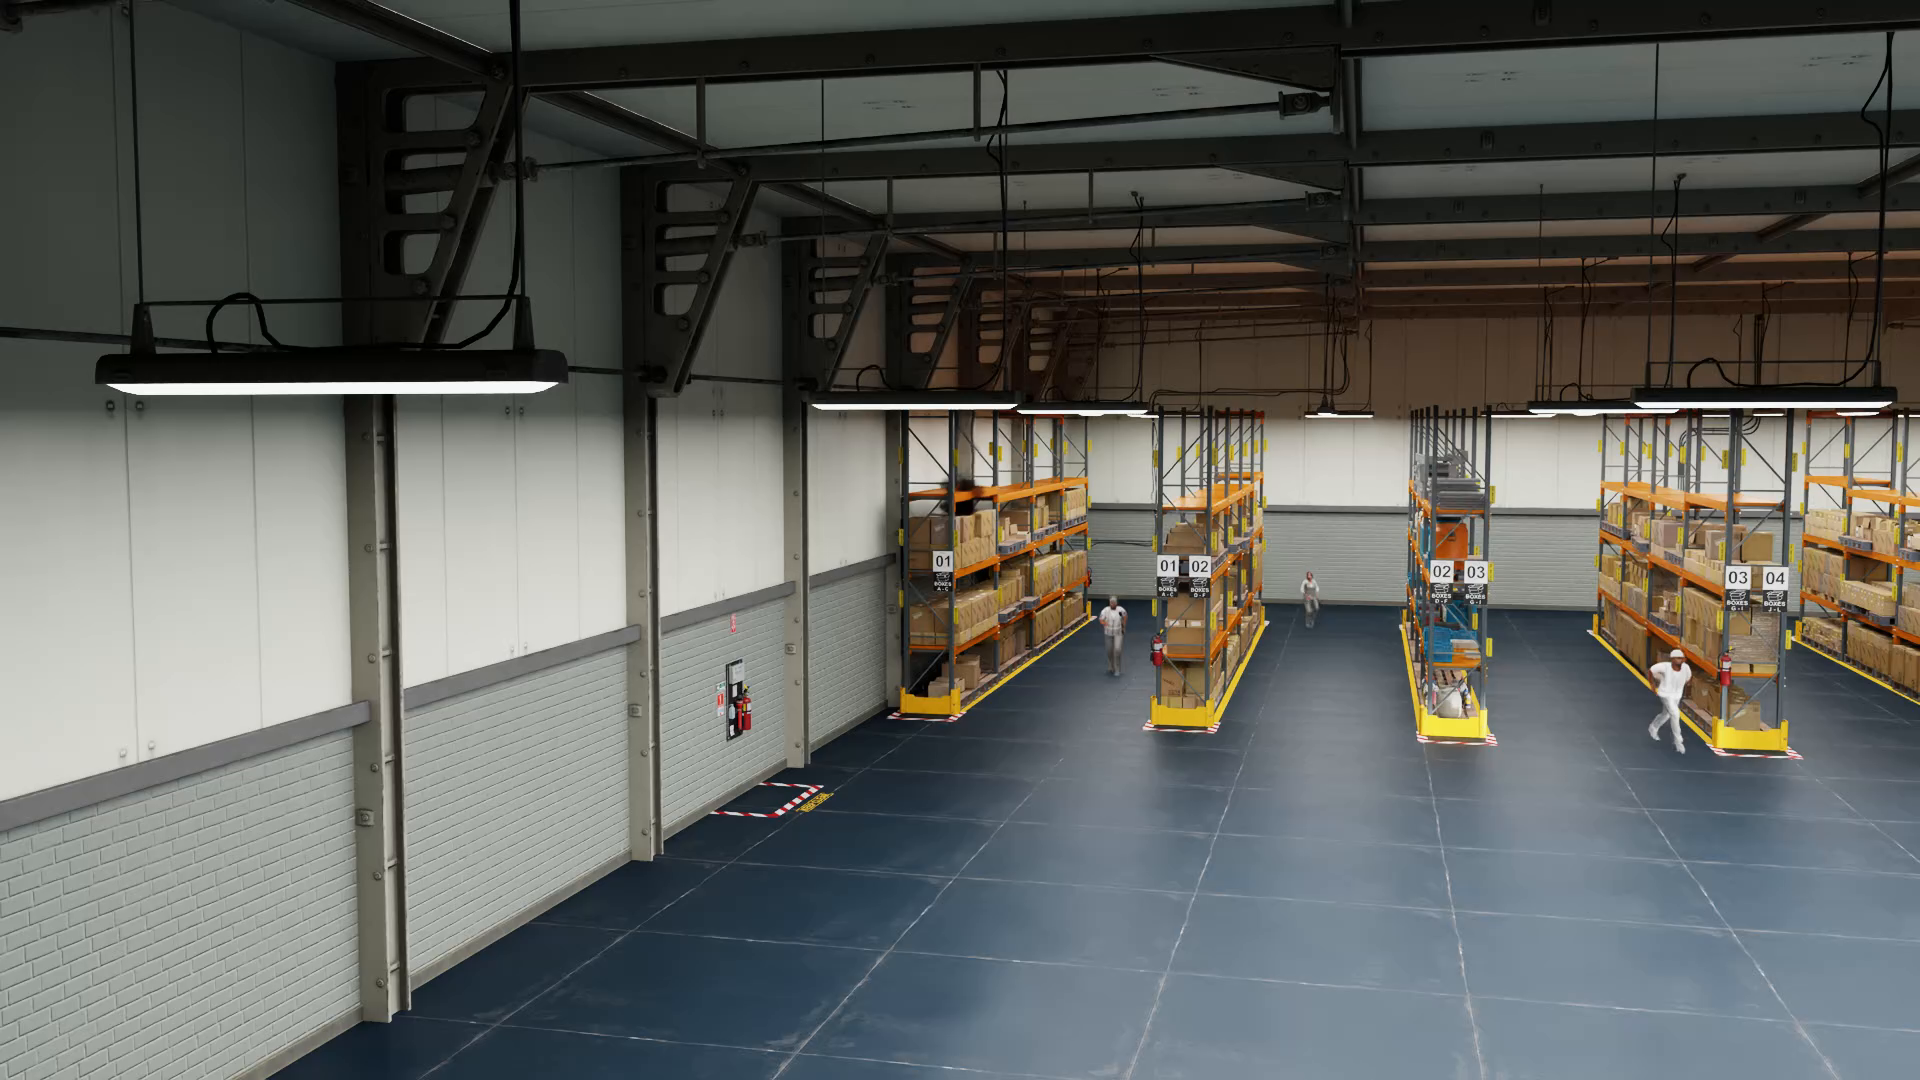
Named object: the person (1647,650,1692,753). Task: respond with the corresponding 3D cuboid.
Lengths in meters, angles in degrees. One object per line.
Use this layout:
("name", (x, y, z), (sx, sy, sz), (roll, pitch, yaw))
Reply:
("person", (12.418, 2.771, 29.141), (0.699, 1.772, 1.043), (-1, 4, -15))

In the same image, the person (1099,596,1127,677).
("person", (3.457, 2.140, 37.601), (0.608, 1.813, 0.909), (1, 4, 10))

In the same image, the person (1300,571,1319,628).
("person", (9.663, 1.646, 45.848), (0.559, 1.562, 0.572), (-1, 4, -7))
